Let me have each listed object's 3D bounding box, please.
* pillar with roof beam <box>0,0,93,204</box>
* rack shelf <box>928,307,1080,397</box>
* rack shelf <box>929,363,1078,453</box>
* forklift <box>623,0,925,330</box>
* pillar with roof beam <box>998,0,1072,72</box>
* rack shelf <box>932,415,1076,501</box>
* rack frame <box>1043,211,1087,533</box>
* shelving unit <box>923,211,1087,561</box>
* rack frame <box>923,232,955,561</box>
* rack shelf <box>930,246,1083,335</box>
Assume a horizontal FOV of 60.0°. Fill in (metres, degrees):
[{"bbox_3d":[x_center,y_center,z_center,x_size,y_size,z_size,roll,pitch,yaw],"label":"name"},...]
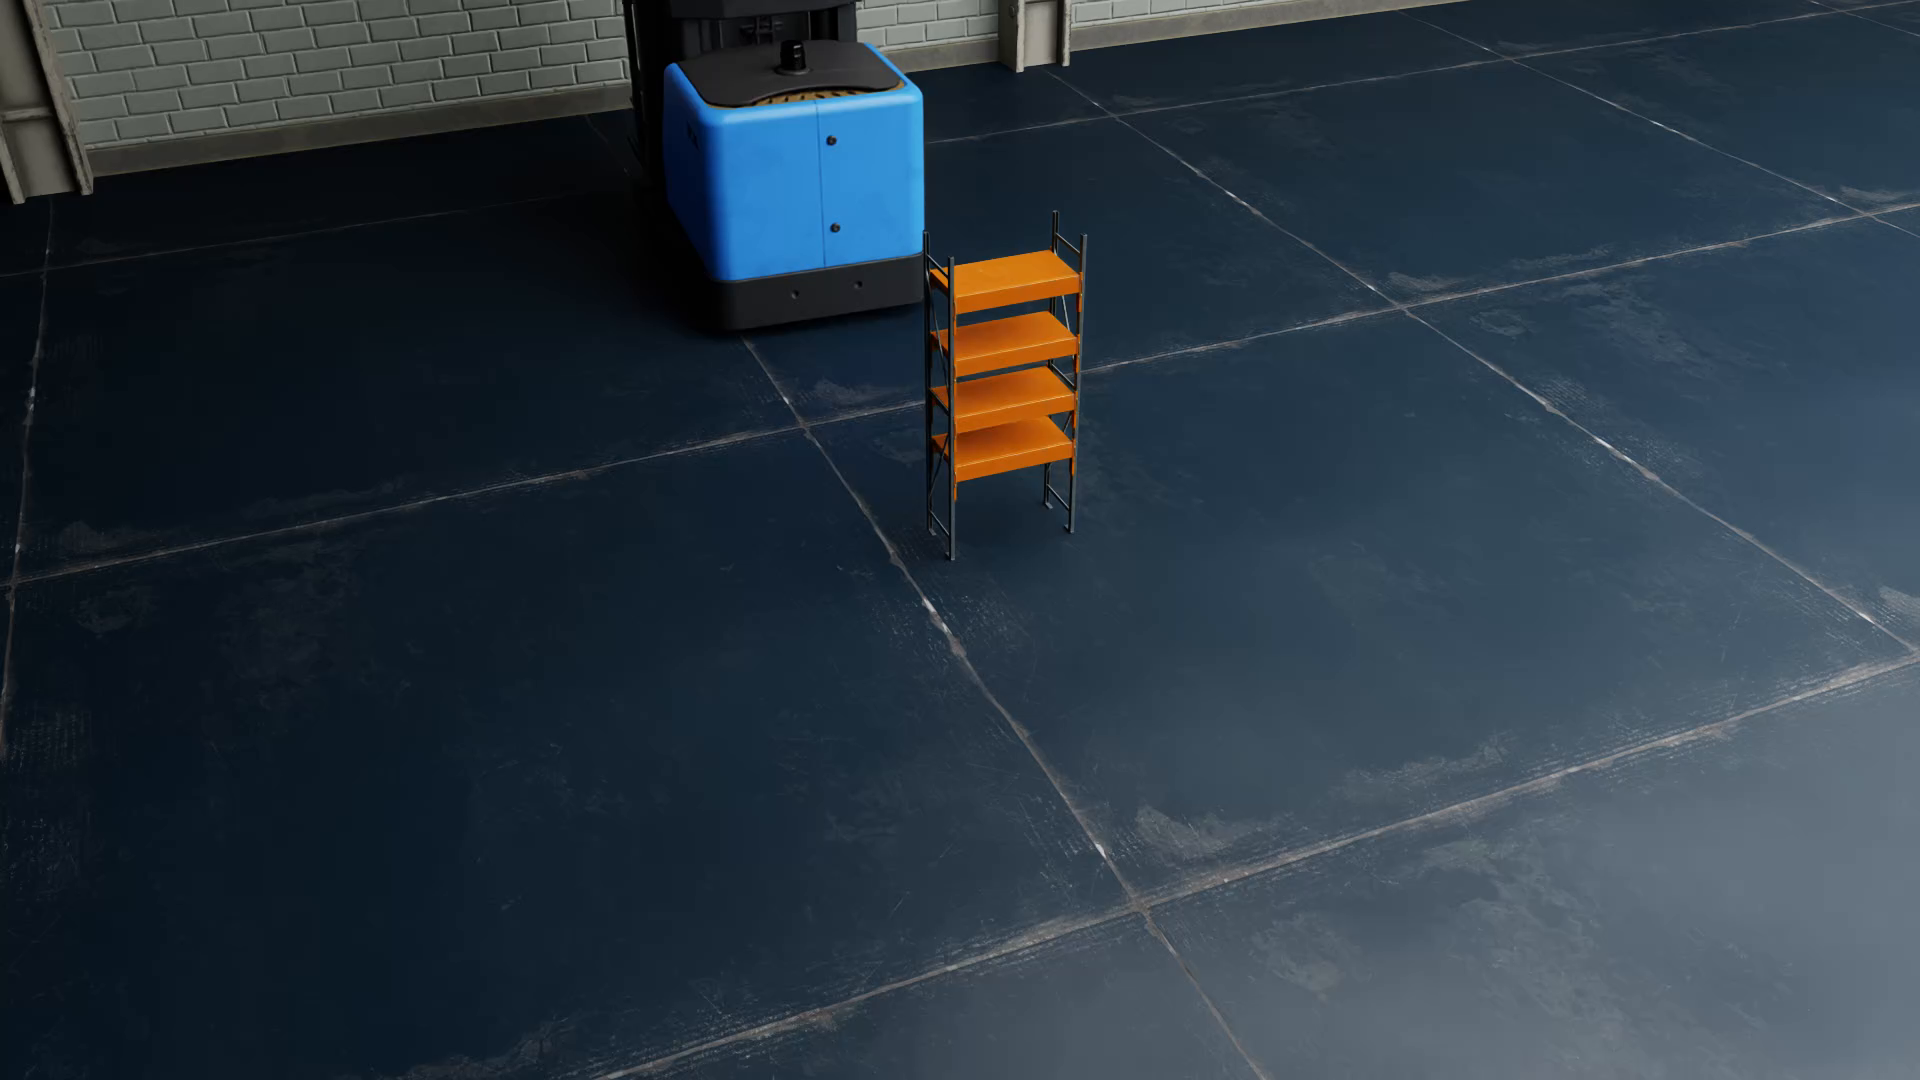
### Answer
[{"bbox_3d":[-3.371,-3.555,3.463,0.400,9.000,9.100,-13,35,-19],"label":"pillar with roof beam"},{"bbox_3d":[0.153,-0.669,5.891,0.480,0.148,0.258,-13,35,-19],"label":"rack shelf"},{"bbox_3d":[0.153,-0.481,6.013,0.480,0.148,0.258,-13,35,-19],"label":"rack shelf"},{"bbox_3d":[-1.128,-2.981,8.144,1.130,2.935,3.031,-11,35,-17],"label":"forklift"},{"bbox_3d":[2.161,-4.822,5.410,0.400,9.000,9.100,-13,35,-19],"label":"pillar with roof beam"},{"bbox_3d":[0.153,-0.315,6.121,0.480,0.148,0.258,-13,35,-19],"label":"rack shelf"},{"bbox_3d":[0.378,-0.589,6.056,0.015,1.200,0.240,-13,35,-19],"label":"rack frame"},{"bbox_3d":[0.153,-0.538,5.976,0.503,1.200,0.258,-13,35,-19],"label":"shelving unit"},{"bbox_3d":[-0.072,-0.486,5.897,0.015,1.200,0.240,-13,35,-19],"label":"rack frame"},{"bbox_3d":[0.153,-0.867,5.762,0.480,0.148,0.258,-13,35,-19],"label":"rack shelf"}]
